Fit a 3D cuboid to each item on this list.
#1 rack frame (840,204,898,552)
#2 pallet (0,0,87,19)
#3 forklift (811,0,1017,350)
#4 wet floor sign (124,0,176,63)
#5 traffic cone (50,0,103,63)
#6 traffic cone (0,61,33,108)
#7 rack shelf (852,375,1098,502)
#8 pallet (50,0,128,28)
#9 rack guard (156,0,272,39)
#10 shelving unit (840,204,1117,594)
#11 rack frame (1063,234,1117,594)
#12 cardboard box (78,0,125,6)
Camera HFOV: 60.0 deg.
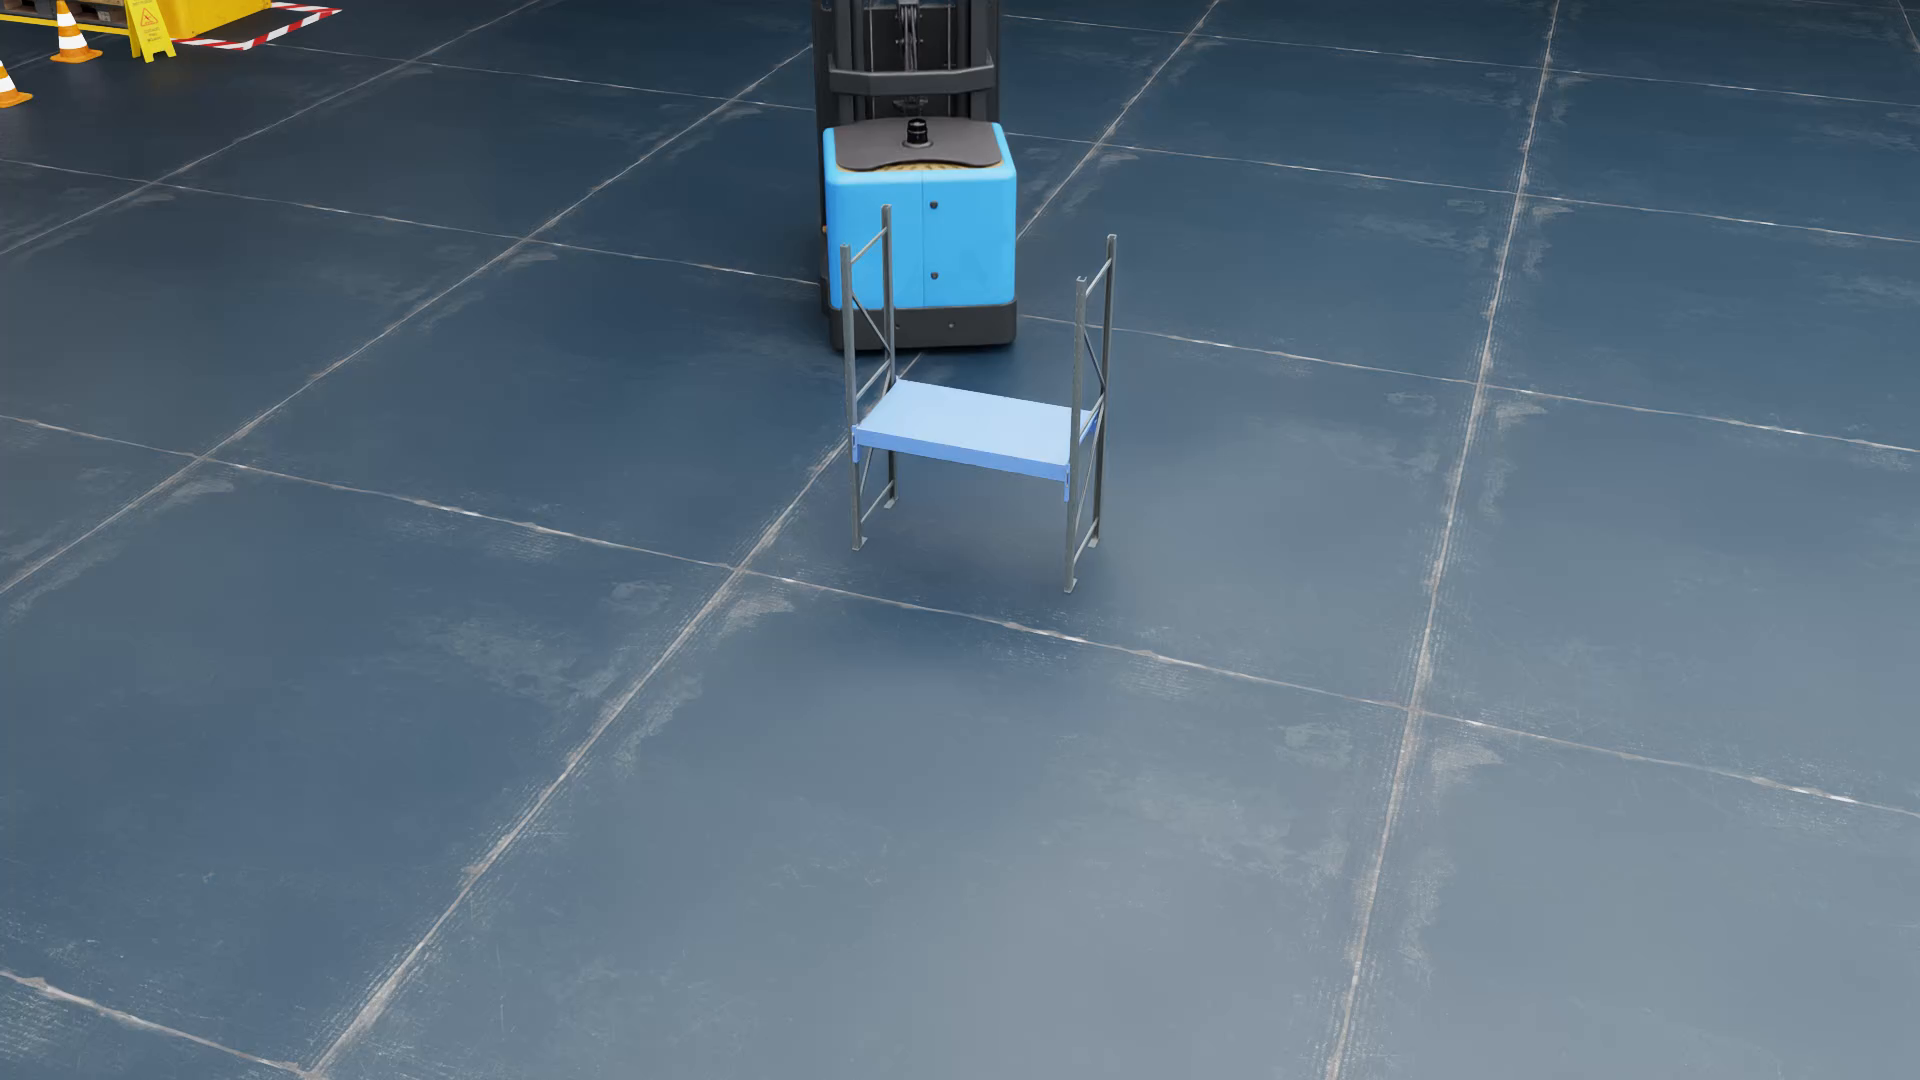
[{"bbox_3d":[-0.398,-0.708,7.463,0.032,1.500,0.500,11,34,16],"label":"rack frame"},{"bbox_3d":[-8.615,-5.172,15.565,1.213,0.211,1.003,11,34,16],"label":"pallet"},{"bbox_3d":[-0.332,-3.065,9.795,1.130,2.935,3.031,-3,33,-4],"label":"forklift"},{"bbox_3d":[-6.828,-4.368,13.921,0.232,0.644,0.267,24,40,32],"label":"wet floor sign"},{"bbox_3d":[-7.486,-4.293,13.972,0.334,0.463,0.336,11,34,16],"label":"traffic cone"},{"bbox_3d":[-7.541,-3.664,12.998,0.334,0.463,0.336,11,34,16],"label":"traffic cone"},{"bbox_3d":[0.080,-0.463,7.417,1.000,0.185,0.538,11,34,16],"label":"rack shelf"},{"bbox_3d":[-7.471,-4.948,15.218,1.213,0.211,1.003,11,34,16],"label":"pallet"},{"bbox_3d":[-6.718,-4.902,14.882,0.348,0.500,1.175,11,34,16],"label":"rack guard"},{"bbox_3d":[0.080,-0.614,7.319,1.048,1.500,0.538,11,34,16],"label":"shelving unit"},{"bbox_3d":[0.559,-0.521,7.175,0.032,1.500,0.500,11,34,16],"label":"rack frame"},{"bbox_3d":[-7.521,-4.975,14.837,0.500,0.250,0.500,11,34,16],"label":"cardboard box"}]
